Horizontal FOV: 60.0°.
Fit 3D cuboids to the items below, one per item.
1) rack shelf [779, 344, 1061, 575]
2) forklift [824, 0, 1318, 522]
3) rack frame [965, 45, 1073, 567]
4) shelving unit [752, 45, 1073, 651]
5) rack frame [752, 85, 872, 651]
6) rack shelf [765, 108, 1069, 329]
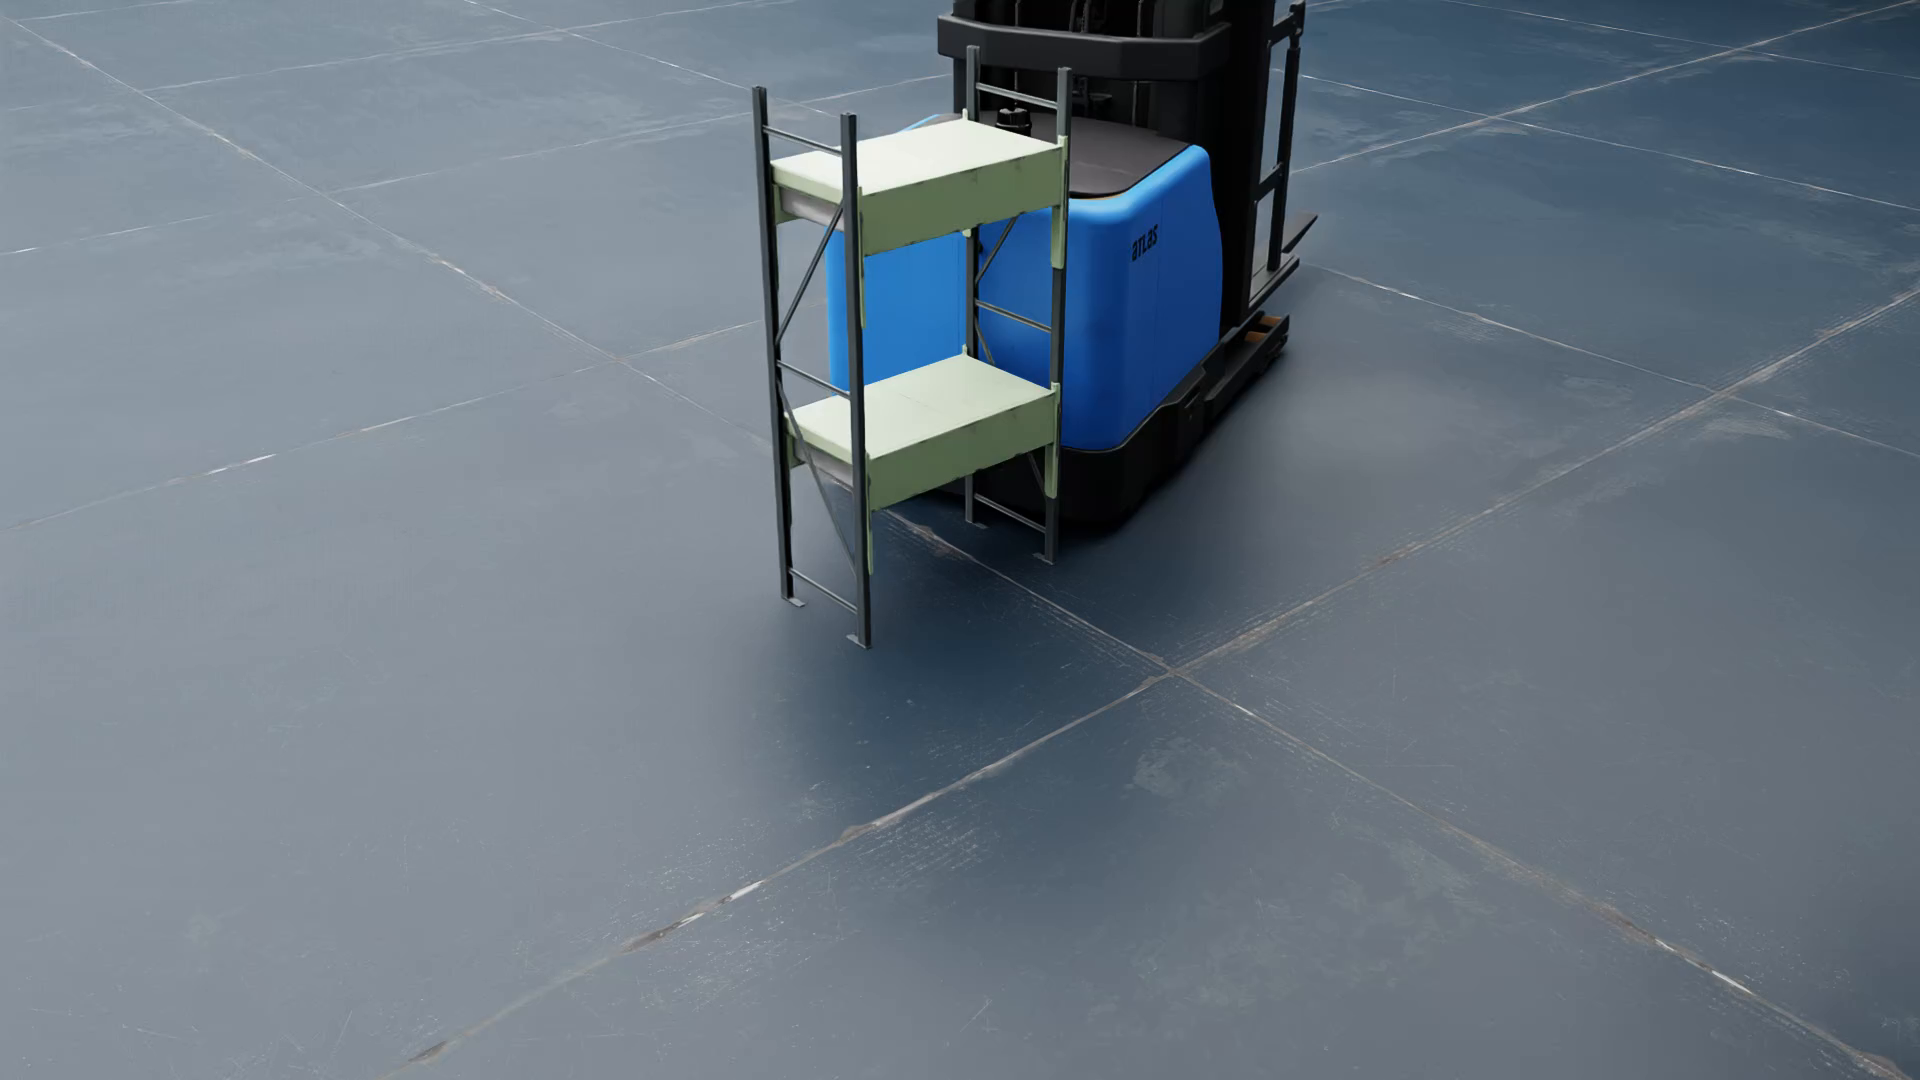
[{"bbox_3d":[-0.116,-0.251,4.819,0.720,0.370,0.431,-23,36,-36],"label":"rack shelf"},{"bbox_3d":[0.658,-2.018,5.916,1.130,2.935,3.031,13,31,23],"label":"forklift"},{"bbox_3d":[0.158,-0.653,4.880,0.023,1.500,0.400,-23,36,-36],"label":"rack frame"},{"bbox_3d":[-0.116,-0.538,4.666,0.755,1.500,0.431,-23,36,-36],"label":"shelving unit"},{"bbox_3d":[-0.389,-0.424,4.451,0.023,1.500,0.400,-23,36,-36],"label":"rack frame"},{"bbox_3d":[-0.116,-0.882,4.482,0.720,0.370,0.431,-23,36,-36],"label":"rack shelf"}]
